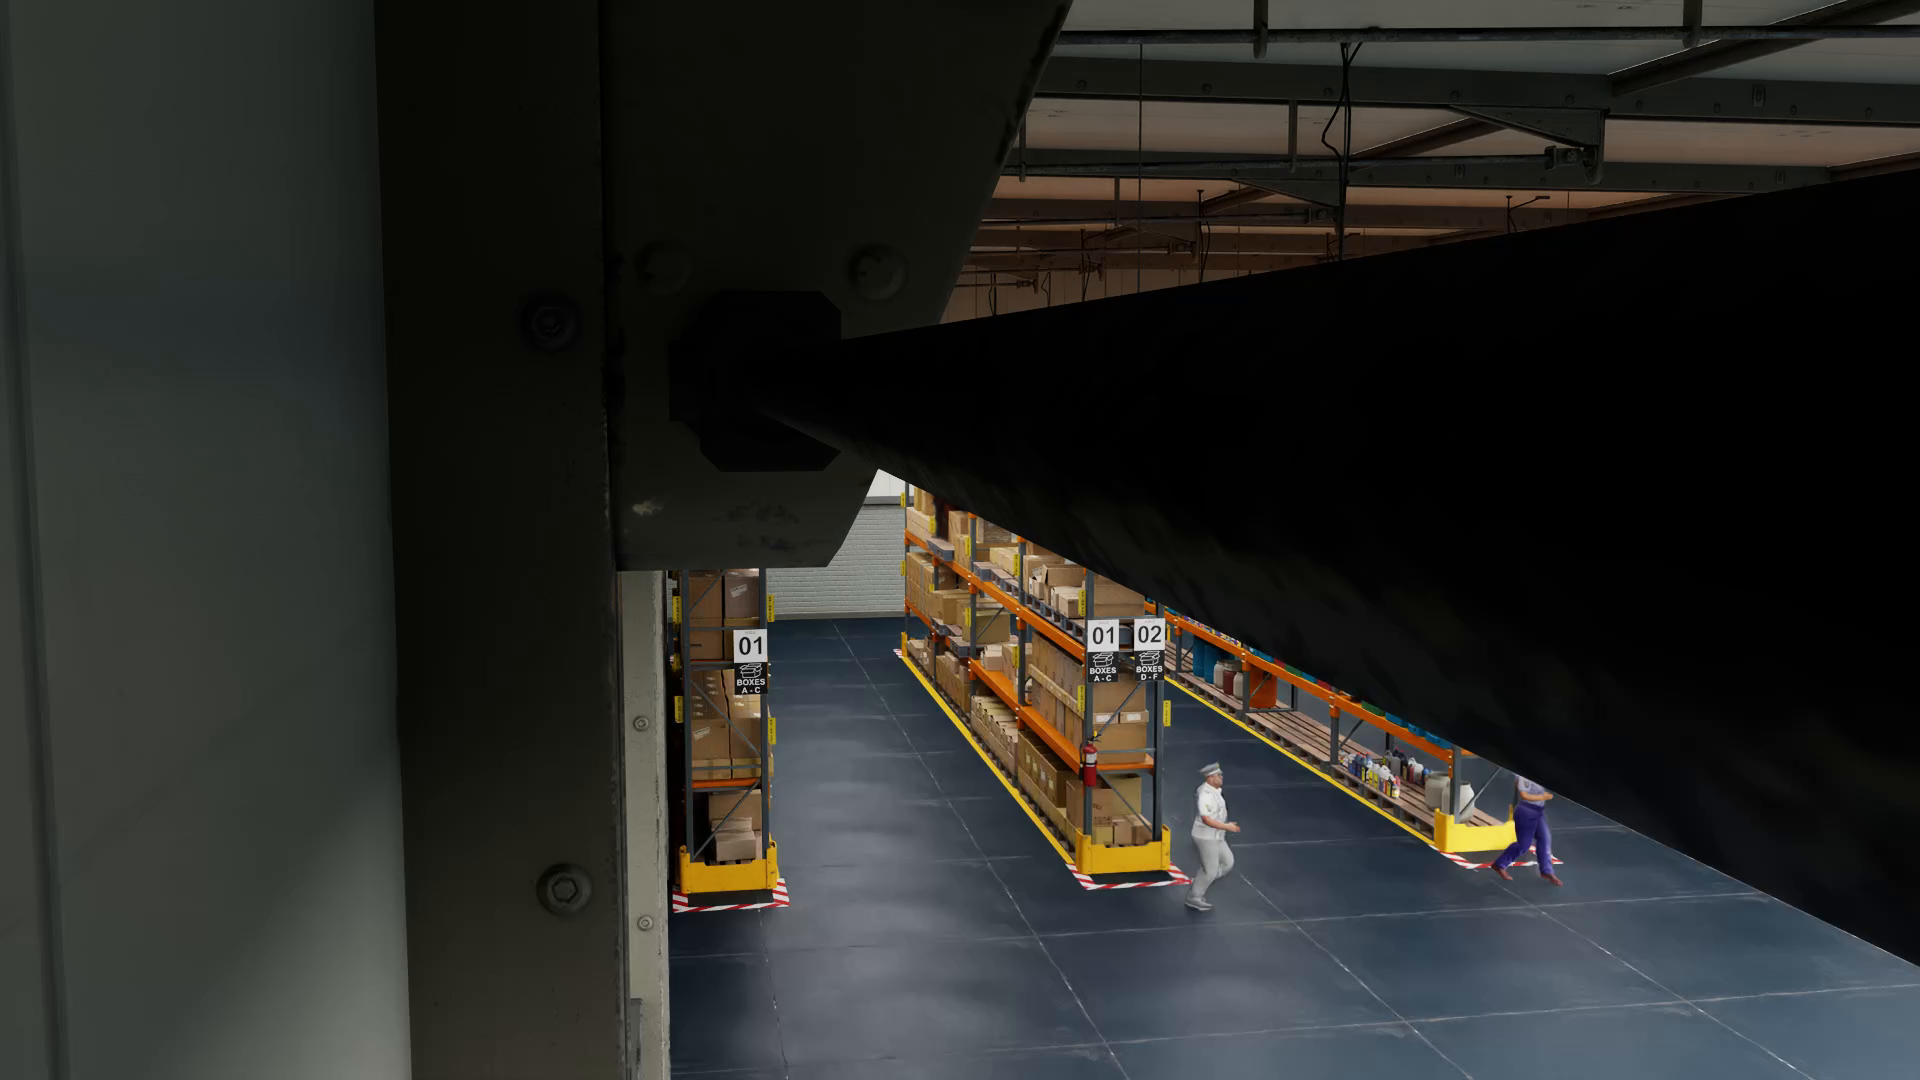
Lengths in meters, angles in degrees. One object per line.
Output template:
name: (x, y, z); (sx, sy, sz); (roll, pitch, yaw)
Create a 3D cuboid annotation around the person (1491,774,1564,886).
person: (6.970, 3.404, 20.364); (0.835, 1.653, 0.615); (3, 7, 28)

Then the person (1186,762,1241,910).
person: (2.979, 3.450, 19.438); (0.632, 1.753, 0.697); (2, 6, 18)
